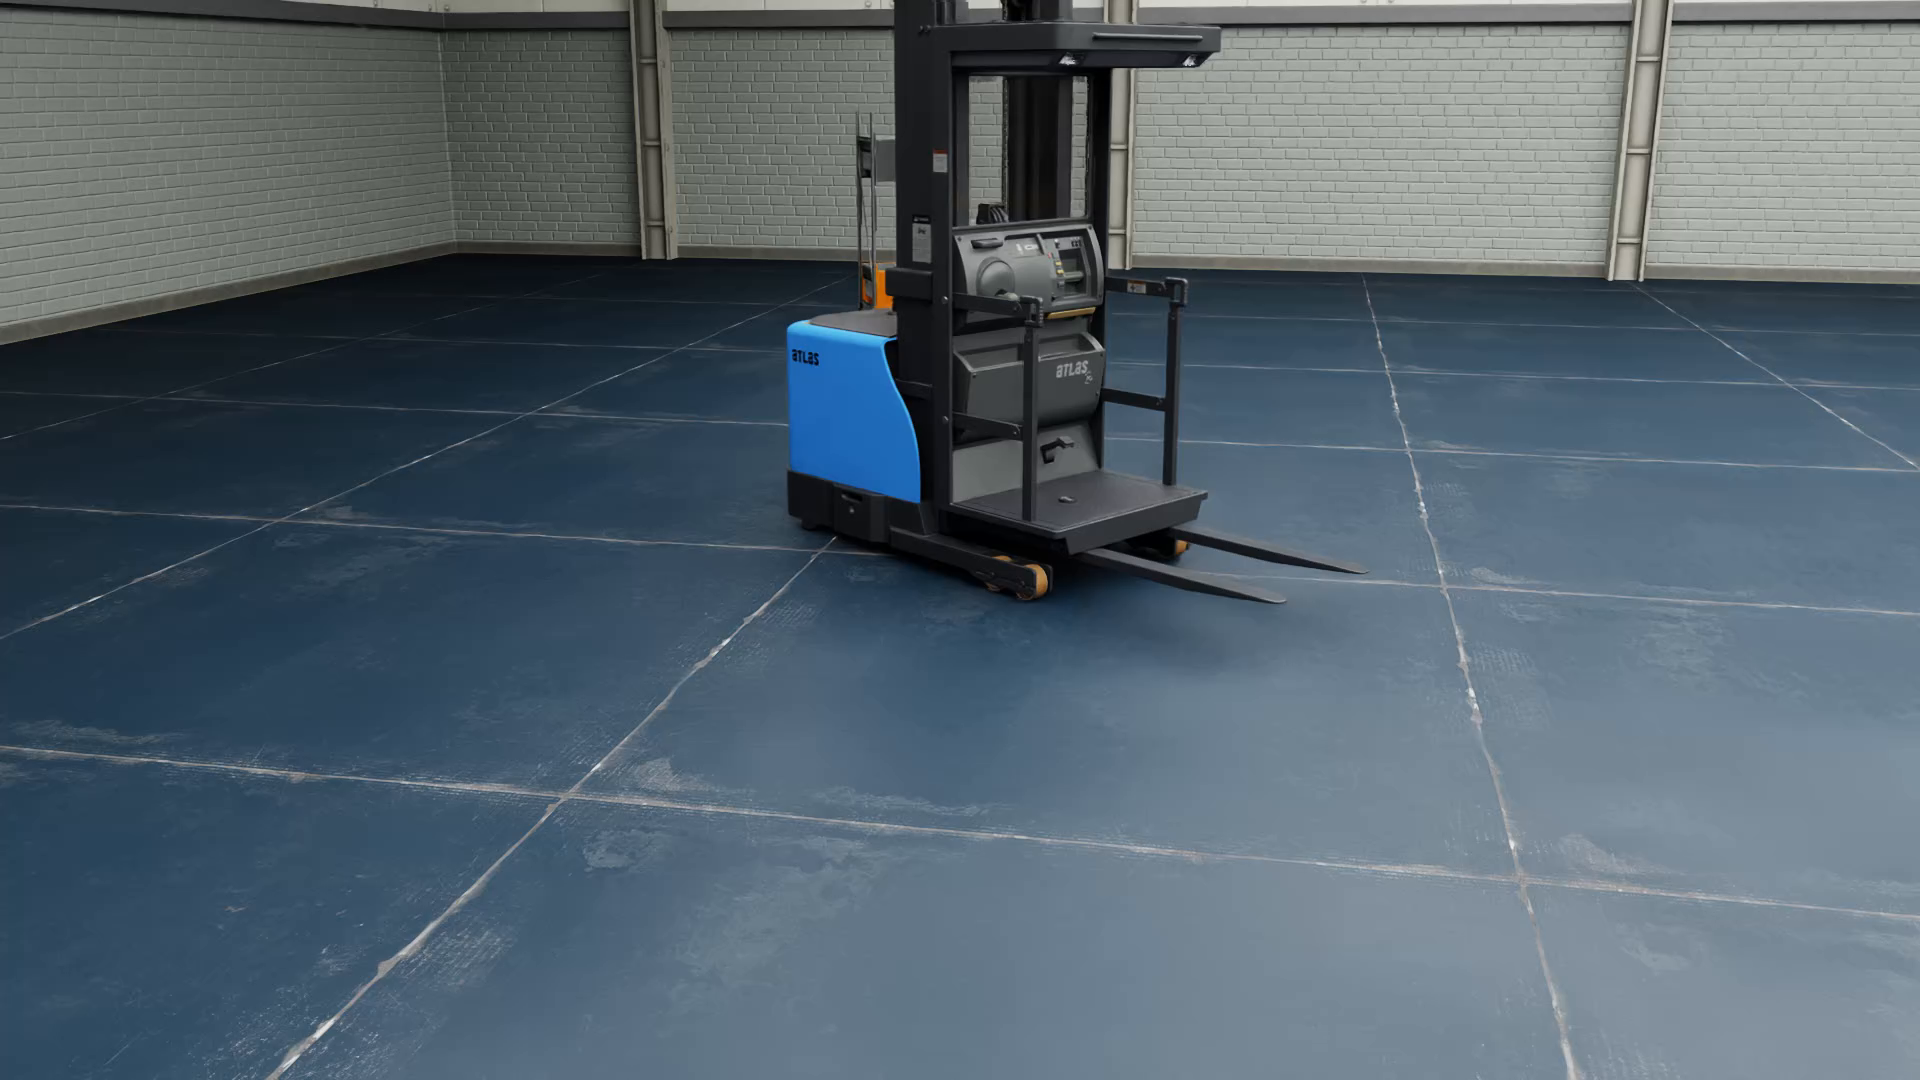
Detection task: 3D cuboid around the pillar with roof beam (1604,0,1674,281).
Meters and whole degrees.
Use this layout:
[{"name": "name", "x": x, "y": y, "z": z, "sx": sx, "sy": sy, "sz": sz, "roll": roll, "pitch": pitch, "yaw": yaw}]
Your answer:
[{"name": "pillar with roof beam", "x": 6.955, "y": -6.283, "z": 14.317, "sx": 0.400, "sy": 9.000, "sz": 9.100, "roll": 3, "pitch": 16, "yaw": 11}]

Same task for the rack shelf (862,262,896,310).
[{"name": "rack shelf", "x": -0.283, "y": -1.320, "z": 9.374, "sx": 0.480, "sy": 0.518, "sz": 0.431, "roll": -4, "pitch": 16, "yaw": -15}]

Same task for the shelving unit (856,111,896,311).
[{"name": "shelving unit", "x": -0.283, "y": -1.333, "z": 9.370, "sx": 0.503, "sy": 2.100, "sz": 0.431, "roll": -4, "pitch": 16, "yaw": -15}]

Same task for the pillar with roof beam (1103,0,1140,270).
[{"name": "pillar with roof beam", "x": 1.075, "y": -6.602, "z": 15.469, "sx": 0.400, "sy": 9.000, "sz": 9.100, "roll": 3, "pitch": 16, "yaw": 11}]

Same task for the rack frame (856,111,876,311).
[{"name": "rack frame", "x": -0.518, "y": -1.315, "z": 9.307, "sx": 0.015, "sy": 2.100, "sz": 0.400, "roll": -4, "pitch": 16, "yaw": -15}]

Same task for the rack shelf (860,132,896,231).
[{"name": "rack shelf", "x": -0.283, "y": -1.994, "z": 9.187, "sx": 0.480, "sy": 0.518, "sz": 0.431, "roll": -4, "pitch": 16, "yaw": -15}]

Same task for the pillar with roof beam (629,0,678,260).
[{"name": "pillar with roof beam", "x": -4.804, "y": -6.921, "z": 16.621, "sx": 0.400, "sy": 9.000, "sz": 9.100, "roll": 3, "pitch": 16, "yaw": 11}]

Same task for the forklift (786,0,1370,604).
[{"name": "forklift", "x": 0.481, "y": -1.294, "z": 7.674, "sx": 1.130, "sy": 2.935, "sz": 3.031, "roll": -14, "pitch": 21, "yaw": -42}]
